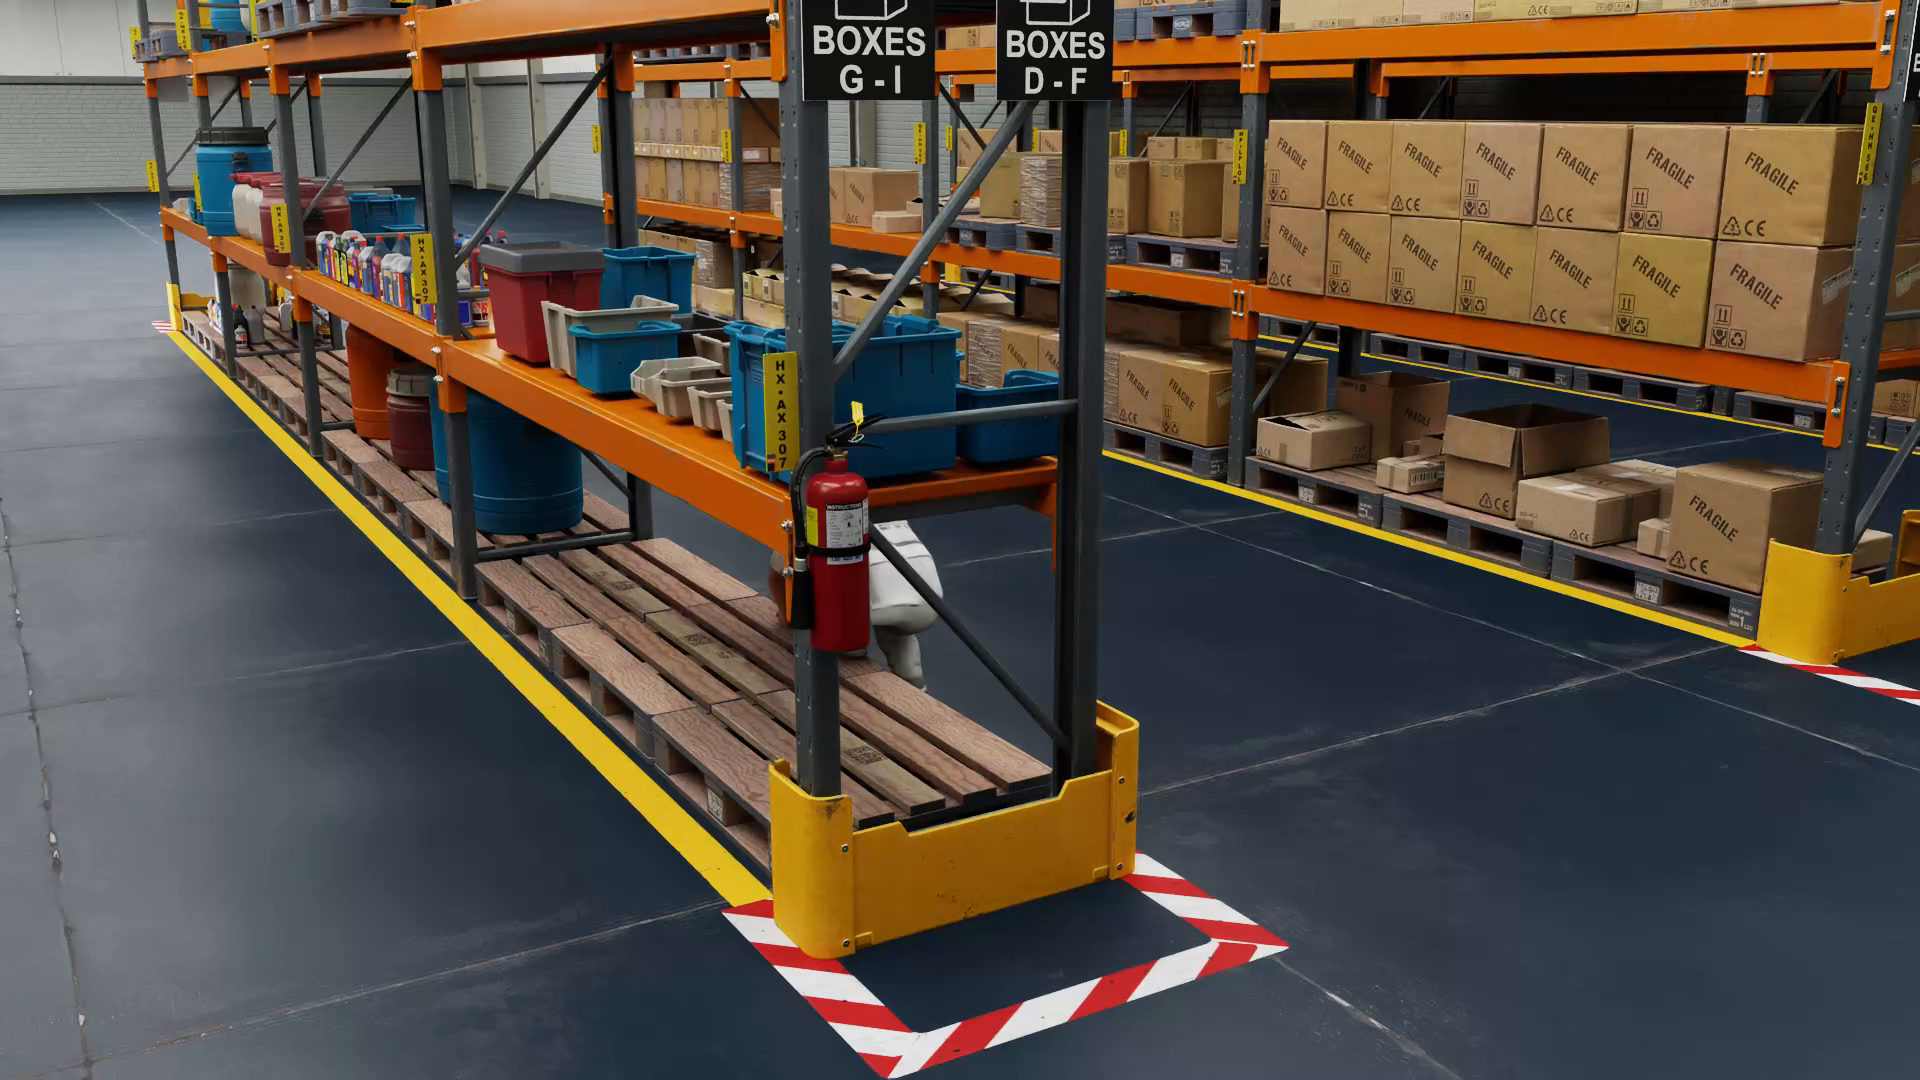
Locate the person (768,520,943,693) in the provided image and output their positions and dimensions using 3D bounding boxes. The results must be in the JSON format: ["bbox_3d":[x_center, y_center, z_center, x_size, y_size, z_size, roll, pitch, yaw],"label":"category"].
[{"bbox_3d":[-0.459,0.152,6.944,0.582,0.988,0.907,-9,17,-30],"label":"person"}]
